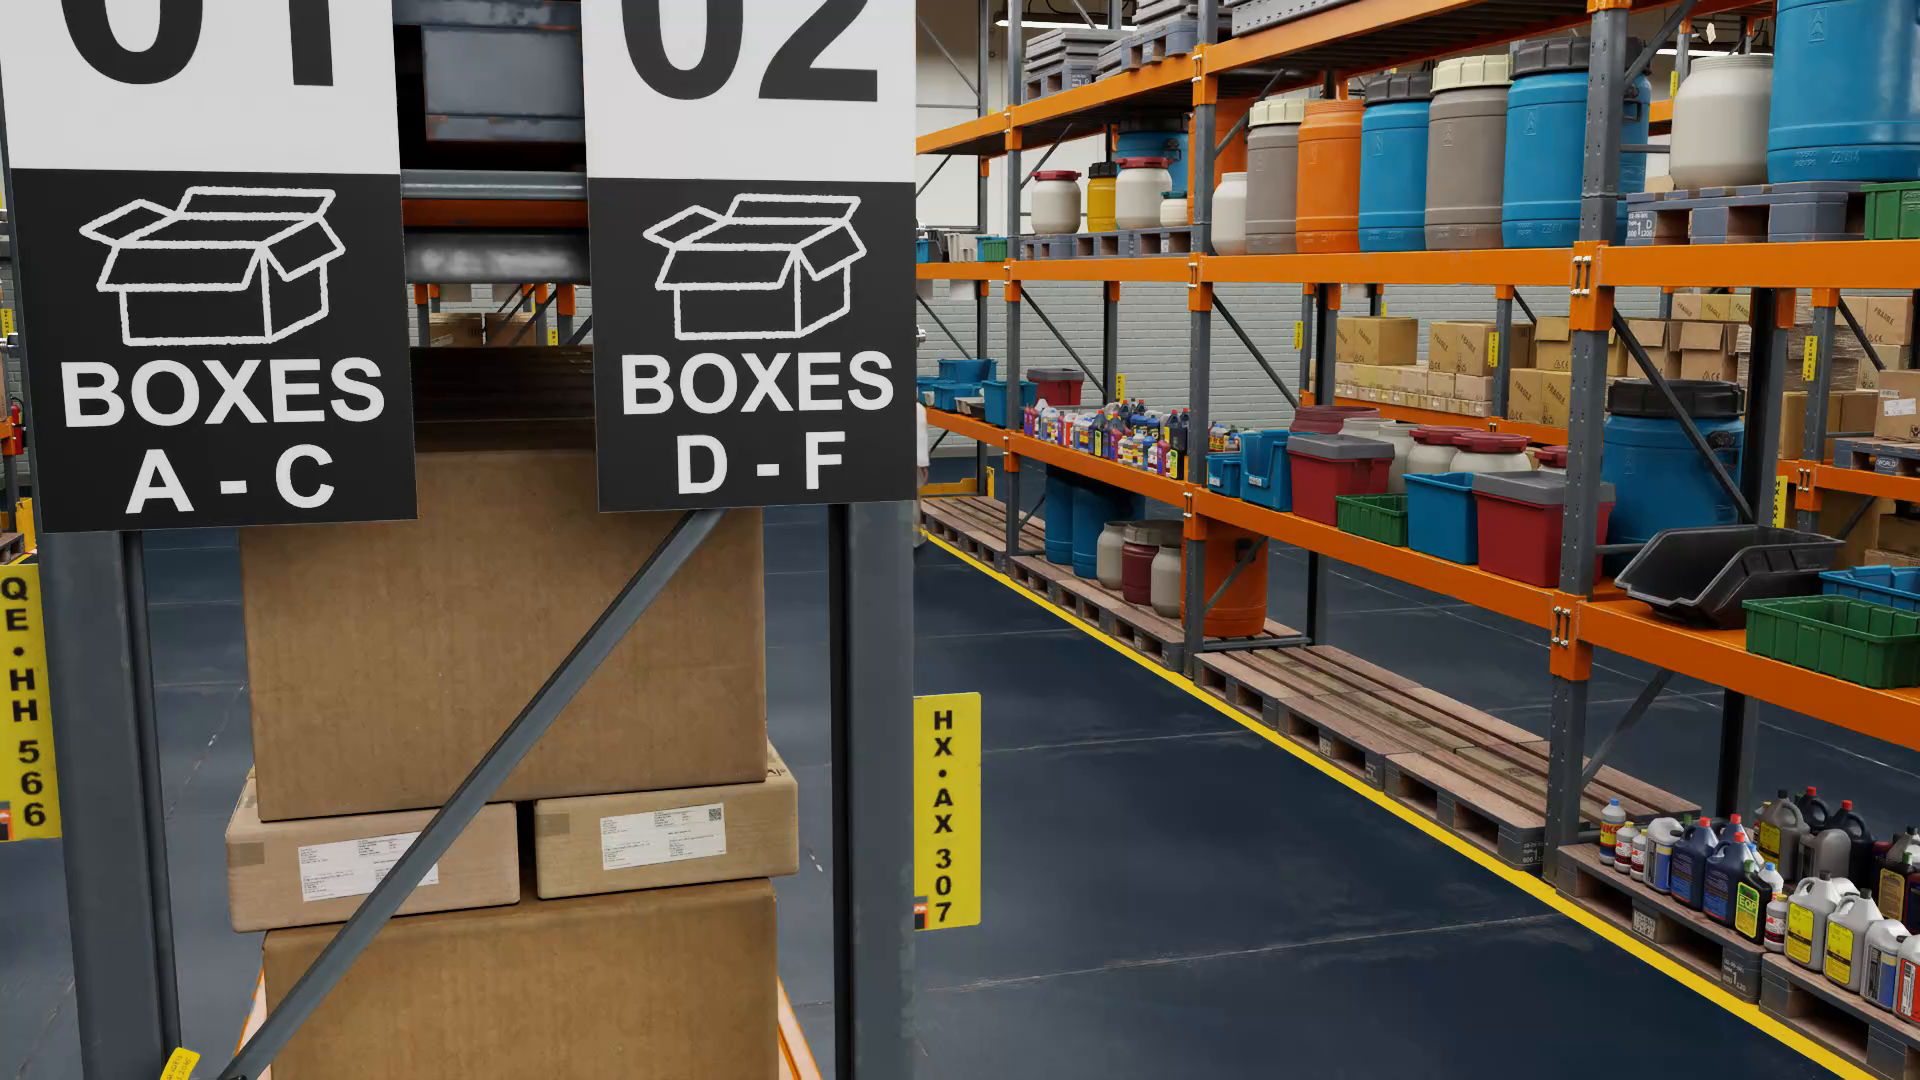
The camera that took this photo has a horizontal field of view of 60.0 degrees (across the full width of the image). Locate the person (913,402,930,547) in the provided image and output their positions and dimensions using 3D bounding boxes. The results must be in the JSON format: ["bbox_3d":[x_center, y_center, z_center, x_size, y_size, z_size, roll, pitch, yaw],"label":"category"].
[{"bbox_3d":[-0.574,-0.752,16.108,0.598,1.736,1.063,1,9,4],"label":"person"}]
